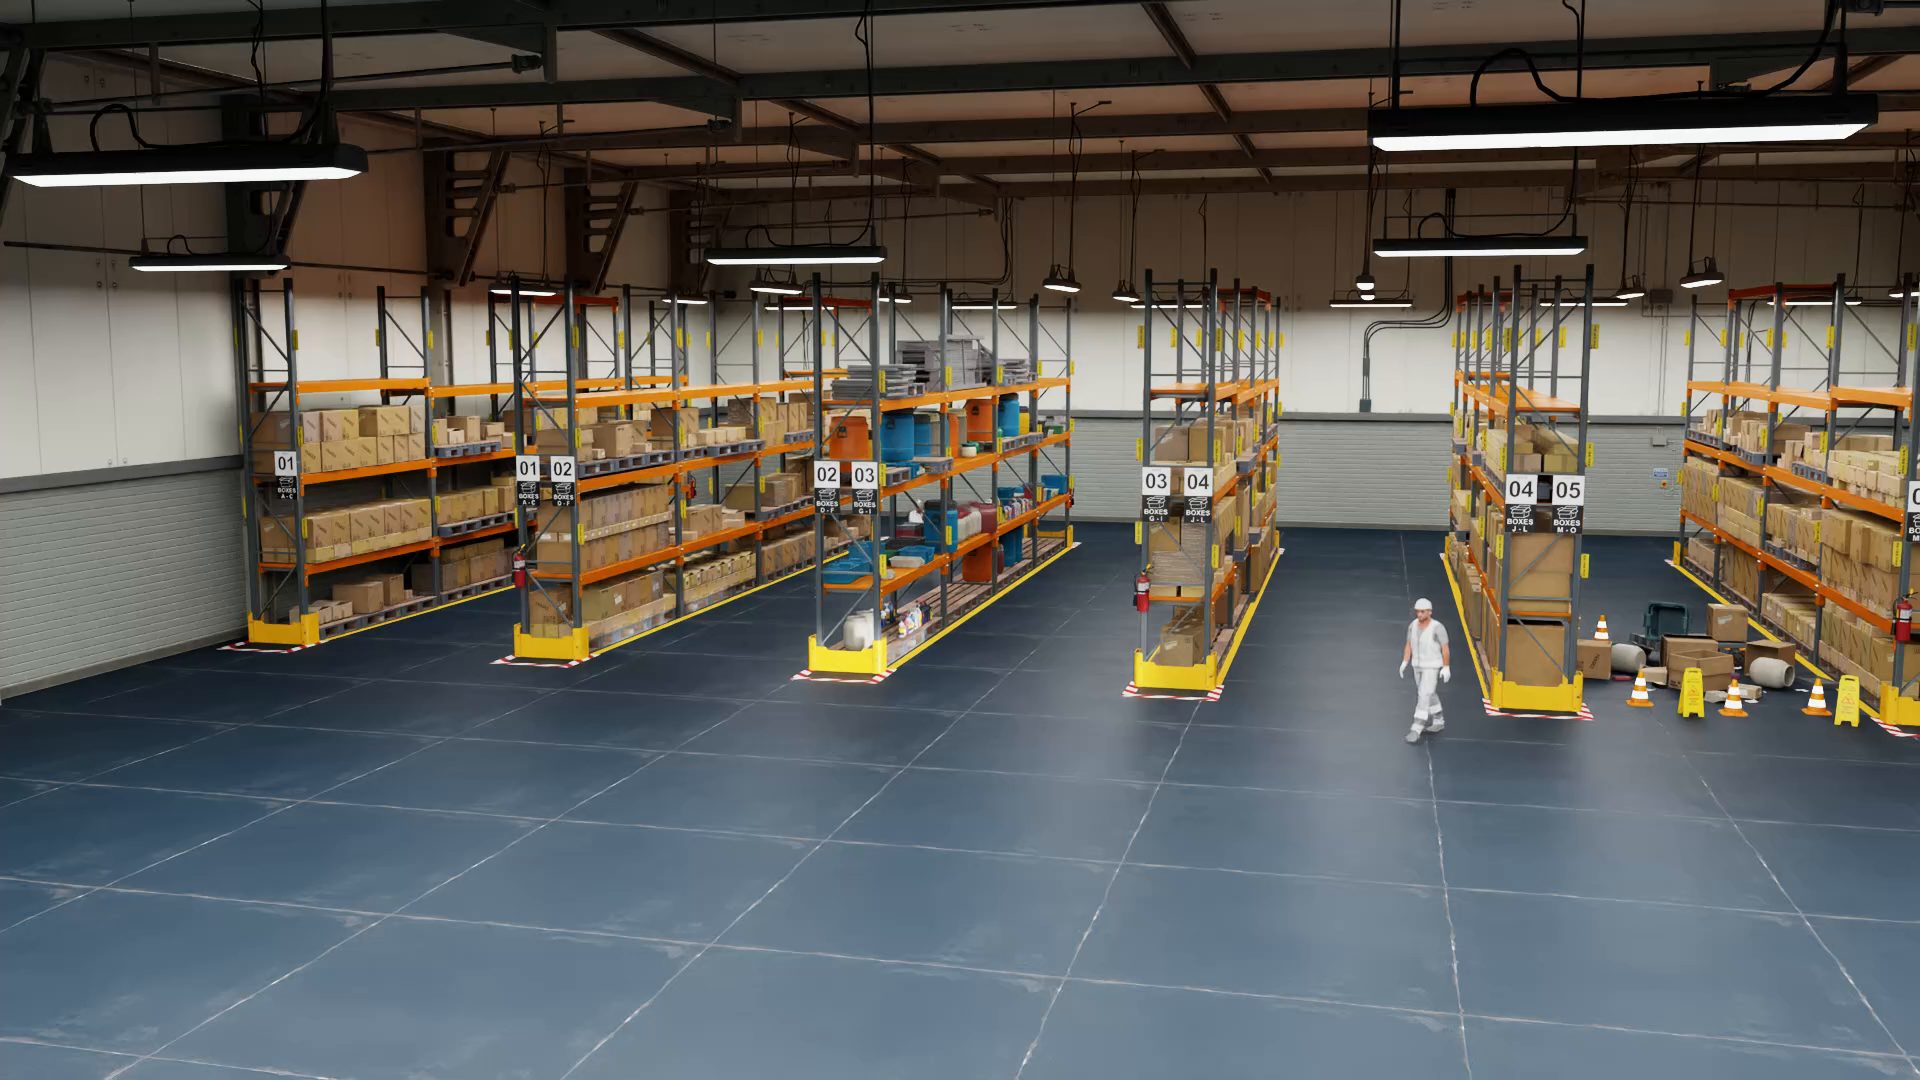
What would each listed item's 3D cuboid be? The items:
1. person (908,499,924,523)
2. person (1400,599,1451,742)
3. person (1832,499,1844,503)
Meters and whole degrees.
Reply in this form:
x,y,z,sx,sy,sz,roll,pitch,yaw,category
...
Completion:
x,y,z,sx,sy,sz,roll,pitch,yaw,category
-0.850,-0.093,34.147,0.506,1.492,1.008,2,7,15,person
5.825,1.602,20.936,0.949,1.736,0.561,-4,8,-32,person
20.538,-0.522,38.844,1.045,1.750,0.544,0,7,1,person
